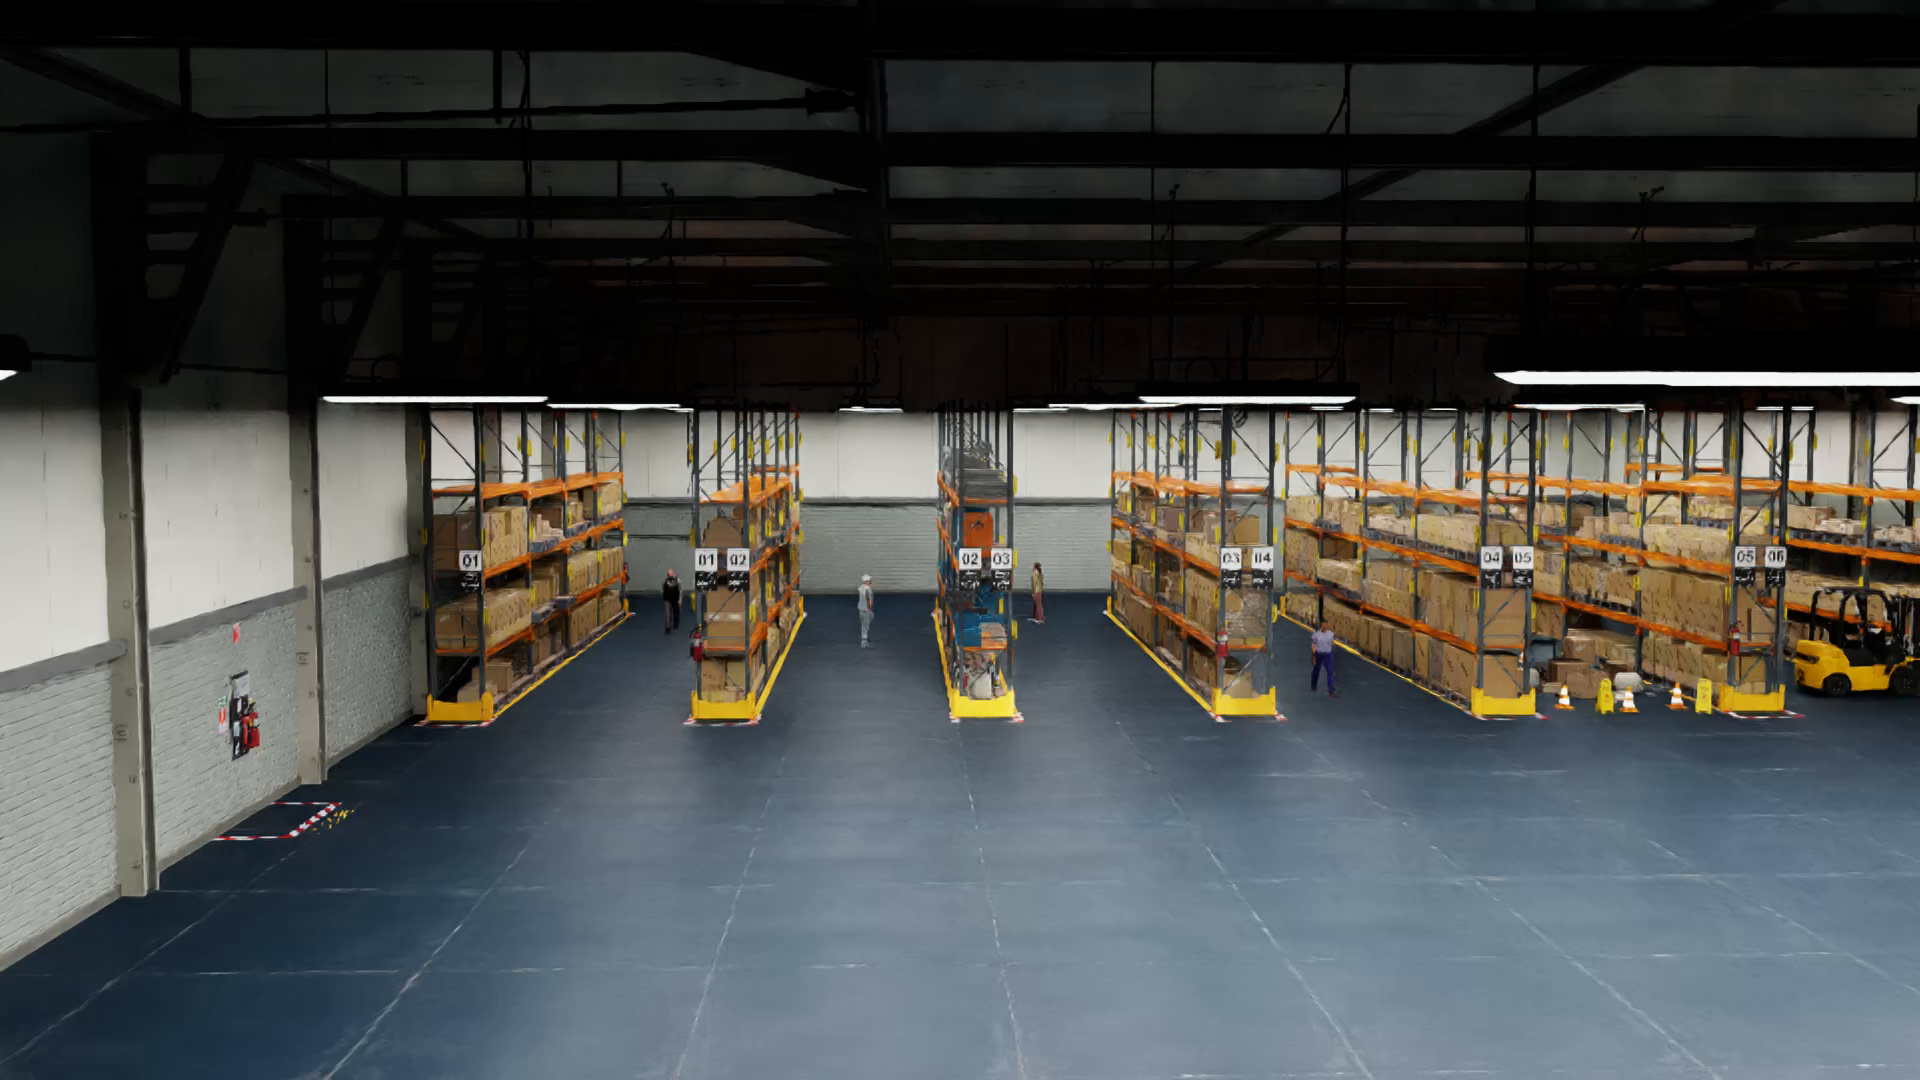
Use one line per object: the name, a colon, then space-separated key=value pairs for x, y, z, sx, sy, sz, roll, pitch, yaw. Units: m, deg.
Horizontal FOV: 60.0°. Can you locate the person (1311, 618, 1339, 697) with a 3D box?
person: x=7.360 y=2.375 z=33.763 sx=0.479 sy=1.544 sz=1.090 roll=0 pitch=4 yaw=1

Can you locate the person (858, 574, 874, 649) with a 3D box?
person: x=-2.254 y=1.727 z=40.603 sx=0.468 sy=1.794 sz=0.625 roll=-2 pitch=5 yaw=-28

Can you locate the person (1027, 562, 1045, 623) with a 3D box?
person: x=2.080 y=1.423 z=45.455 sx=0.577 sy=1.664 sz=0.535 roll=2 pitch=5 yaw=20

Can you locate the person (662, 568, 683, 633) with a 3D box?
person: x=-7.546 y=1.577 z=43.642 sx=0.555 sy=1.673 sz=1.030 roll=0 pitch=4 yaw=-3
